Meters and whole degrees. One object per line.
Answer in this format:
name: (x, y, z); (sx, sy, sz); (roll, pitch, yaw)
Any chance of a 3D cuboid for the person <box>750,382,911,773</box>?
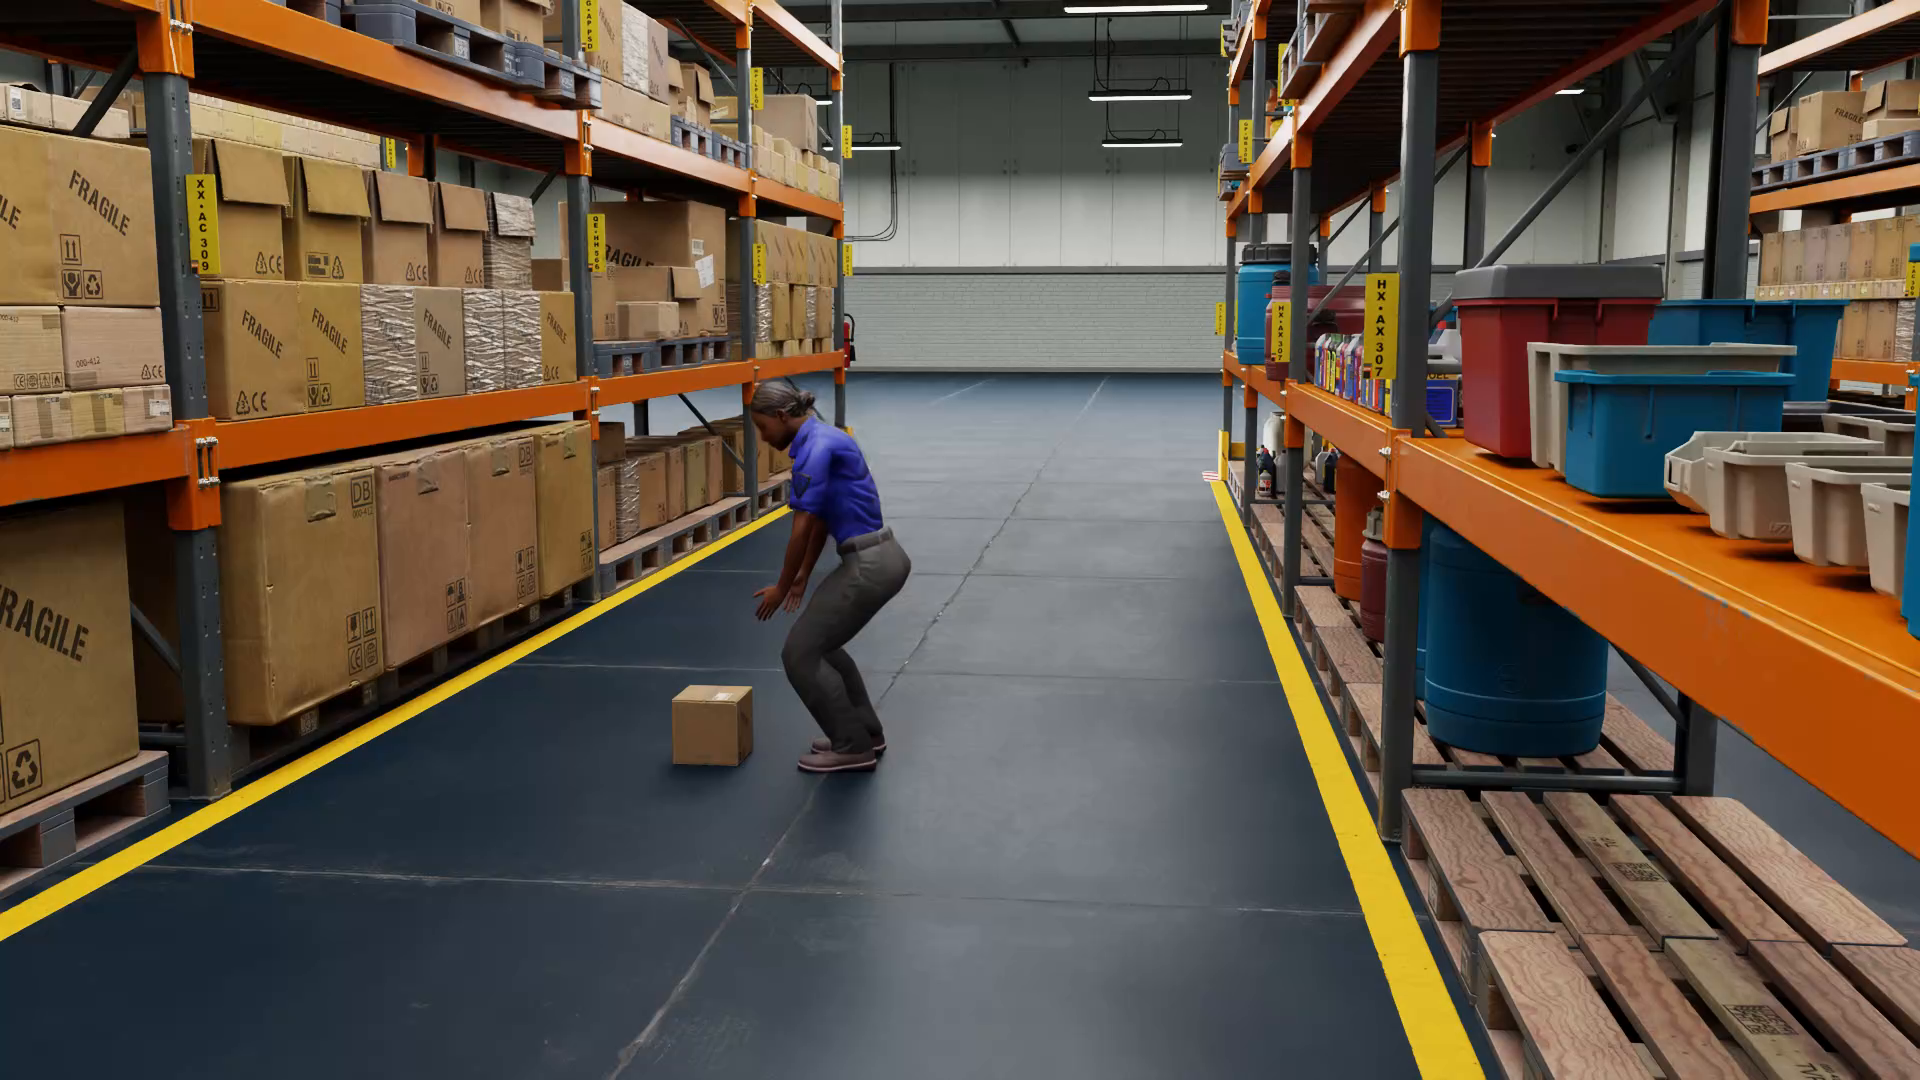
person: (-0.483, 0.135, 6.177); (0.577, 1.441, 0.492); (1, 8, 7)
